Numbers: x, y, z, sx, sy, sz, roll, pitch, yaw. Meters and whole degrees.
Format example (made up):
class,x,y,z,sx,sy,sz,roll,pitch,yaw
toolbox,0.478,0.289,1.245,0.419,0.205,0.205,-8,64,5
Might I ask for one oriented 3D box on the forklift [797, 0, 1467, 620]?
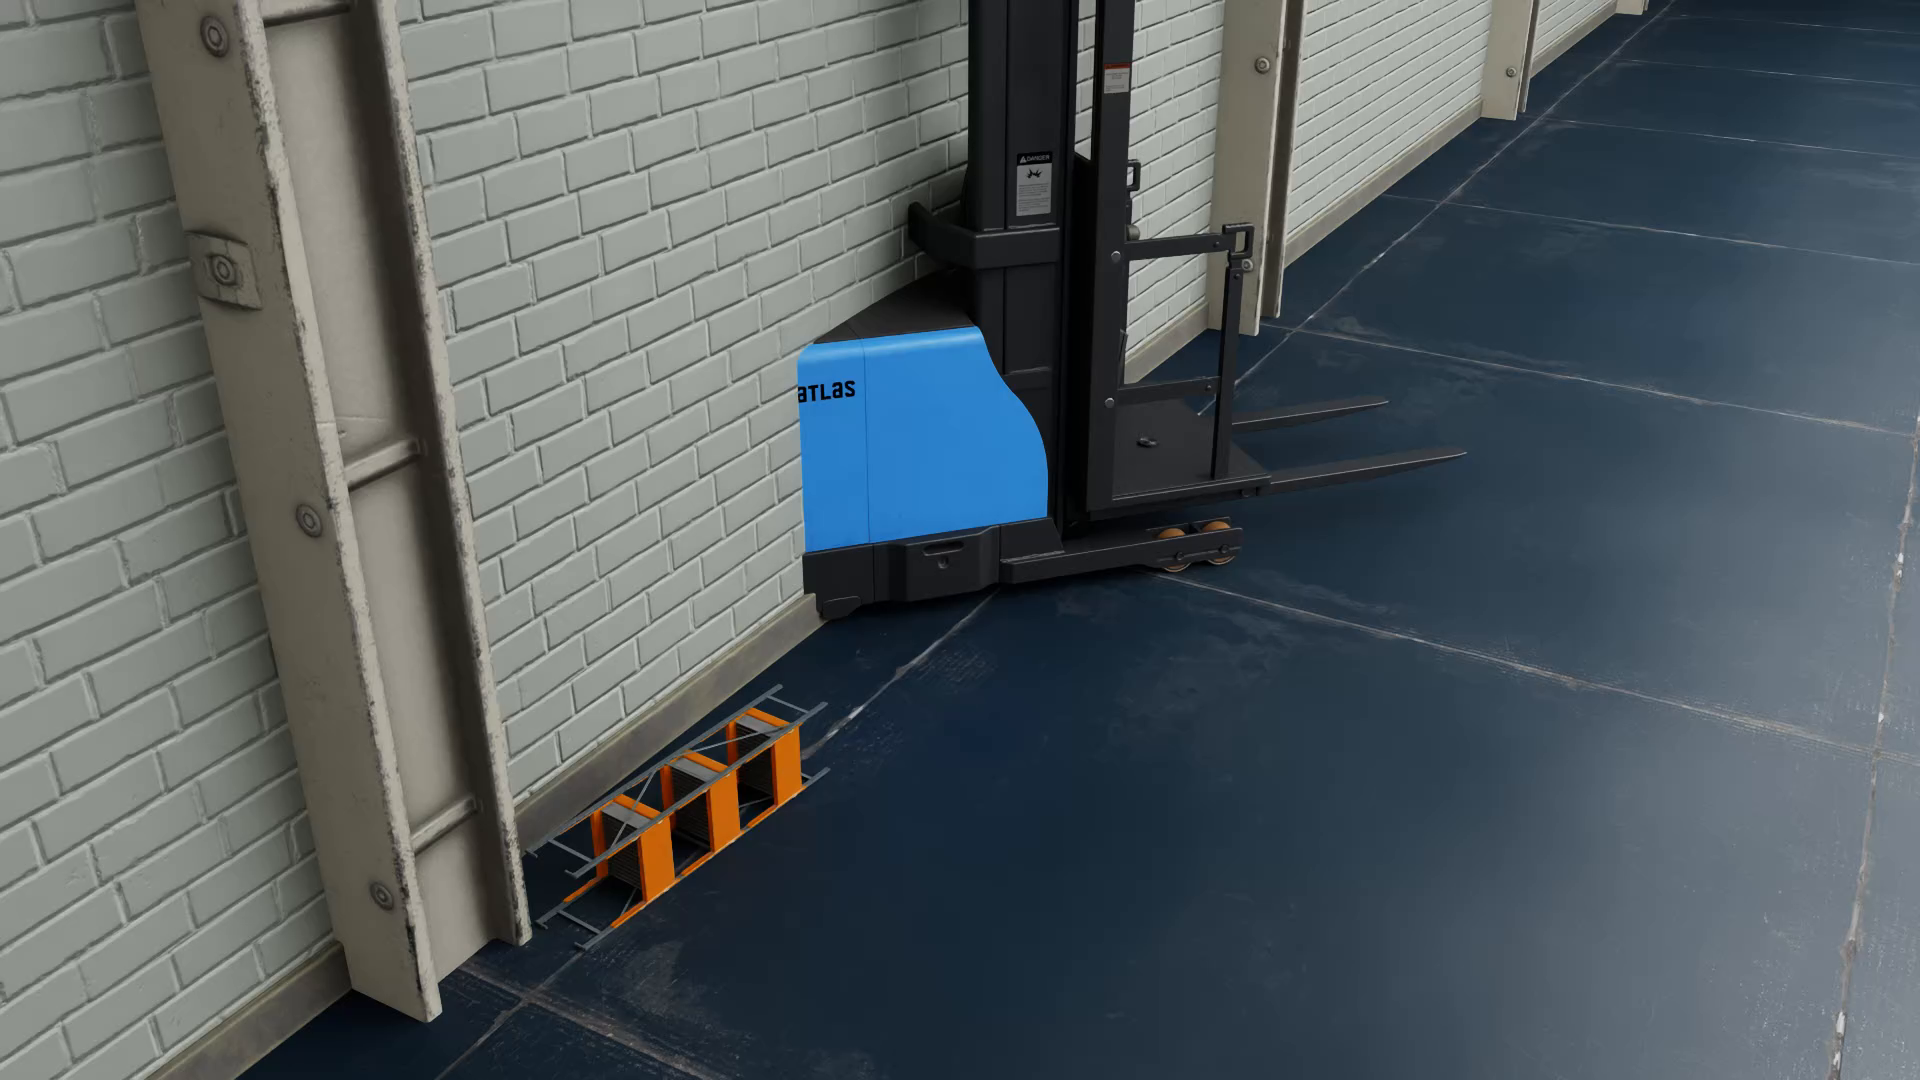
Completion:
class,x,y,z,sx,sy,sz,roll,pitch,yaw
forklift,0.591,-1.400,6.273,3.031,2.935,1.130,-9,28,-17

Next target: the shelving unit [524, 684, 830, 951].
class,x,y,z,sx,sy,sz,roll,pitch,yaw
shelving unit,-0.796,0.786,4.892,0.215,0.252,1.050,18,31,31

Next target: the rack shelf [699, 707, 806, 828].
class,x,y,z,sx,sy,sz,roll,pitch,yaw
rack shelf,-0.638,0.686,5.091,0.215,0.240,0.259,18,31,31

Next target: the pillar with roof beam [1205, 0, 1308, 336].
class,x,y,z,sx,sy,sz,roll,pitch,yaw
pillar with roof beam,5.296,-4.283,5.254,9.100,9.000,0.400,14,30,26

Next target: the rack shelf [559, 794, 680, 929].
class,x,y,z,sx,sy,sz,roll,pitch,yaw
rack shelf,-0.962,0.891,4.681,0.215,0.240,0.259,18,31,31

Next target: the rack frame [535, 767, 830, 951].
class,x,y,z,sx,sy,sz,roll,pitch,yaw
rack frame,-0.796,0.895,4.946,0.200,0.008,1.050,18,31,31

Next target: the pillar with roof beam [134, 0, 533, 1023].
class,x,y,z,sx,sy,sz,roll,pitch,yaw
pillar with roof beam,2.345,-1.945,0.583,9.100,9.000,0.400,14,30,26

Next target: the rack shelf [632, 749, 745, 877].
class,x,y,z,sx,sy,sz,roll,pitch,yaw
rack shelf,-0.802,0.790,4.884,0.215,0.240,0.259,18,31,31

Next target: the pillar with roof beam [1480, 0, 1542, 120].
class,x,y,z,sx,sy,sz,roll,pitch,yaw
pillar with roof beam,8.248,-6.622,9.925,9.100,9.000,0.400,14,30,26

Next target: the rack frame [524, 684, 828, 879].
class,x,y,z,sx,sy,sz,roll,pitch,yaw
rack frame,-0.796,0.677,4.837,0.200,0.008,1.050,18,31,31

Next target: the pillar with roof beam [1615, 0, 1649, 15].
class,x,y,z,sx,sy,sz,roll,pitch,yaw
pillar with roof beam,11.200,-8.960,14.596,9.100,9.000,0.400,14,30,26
